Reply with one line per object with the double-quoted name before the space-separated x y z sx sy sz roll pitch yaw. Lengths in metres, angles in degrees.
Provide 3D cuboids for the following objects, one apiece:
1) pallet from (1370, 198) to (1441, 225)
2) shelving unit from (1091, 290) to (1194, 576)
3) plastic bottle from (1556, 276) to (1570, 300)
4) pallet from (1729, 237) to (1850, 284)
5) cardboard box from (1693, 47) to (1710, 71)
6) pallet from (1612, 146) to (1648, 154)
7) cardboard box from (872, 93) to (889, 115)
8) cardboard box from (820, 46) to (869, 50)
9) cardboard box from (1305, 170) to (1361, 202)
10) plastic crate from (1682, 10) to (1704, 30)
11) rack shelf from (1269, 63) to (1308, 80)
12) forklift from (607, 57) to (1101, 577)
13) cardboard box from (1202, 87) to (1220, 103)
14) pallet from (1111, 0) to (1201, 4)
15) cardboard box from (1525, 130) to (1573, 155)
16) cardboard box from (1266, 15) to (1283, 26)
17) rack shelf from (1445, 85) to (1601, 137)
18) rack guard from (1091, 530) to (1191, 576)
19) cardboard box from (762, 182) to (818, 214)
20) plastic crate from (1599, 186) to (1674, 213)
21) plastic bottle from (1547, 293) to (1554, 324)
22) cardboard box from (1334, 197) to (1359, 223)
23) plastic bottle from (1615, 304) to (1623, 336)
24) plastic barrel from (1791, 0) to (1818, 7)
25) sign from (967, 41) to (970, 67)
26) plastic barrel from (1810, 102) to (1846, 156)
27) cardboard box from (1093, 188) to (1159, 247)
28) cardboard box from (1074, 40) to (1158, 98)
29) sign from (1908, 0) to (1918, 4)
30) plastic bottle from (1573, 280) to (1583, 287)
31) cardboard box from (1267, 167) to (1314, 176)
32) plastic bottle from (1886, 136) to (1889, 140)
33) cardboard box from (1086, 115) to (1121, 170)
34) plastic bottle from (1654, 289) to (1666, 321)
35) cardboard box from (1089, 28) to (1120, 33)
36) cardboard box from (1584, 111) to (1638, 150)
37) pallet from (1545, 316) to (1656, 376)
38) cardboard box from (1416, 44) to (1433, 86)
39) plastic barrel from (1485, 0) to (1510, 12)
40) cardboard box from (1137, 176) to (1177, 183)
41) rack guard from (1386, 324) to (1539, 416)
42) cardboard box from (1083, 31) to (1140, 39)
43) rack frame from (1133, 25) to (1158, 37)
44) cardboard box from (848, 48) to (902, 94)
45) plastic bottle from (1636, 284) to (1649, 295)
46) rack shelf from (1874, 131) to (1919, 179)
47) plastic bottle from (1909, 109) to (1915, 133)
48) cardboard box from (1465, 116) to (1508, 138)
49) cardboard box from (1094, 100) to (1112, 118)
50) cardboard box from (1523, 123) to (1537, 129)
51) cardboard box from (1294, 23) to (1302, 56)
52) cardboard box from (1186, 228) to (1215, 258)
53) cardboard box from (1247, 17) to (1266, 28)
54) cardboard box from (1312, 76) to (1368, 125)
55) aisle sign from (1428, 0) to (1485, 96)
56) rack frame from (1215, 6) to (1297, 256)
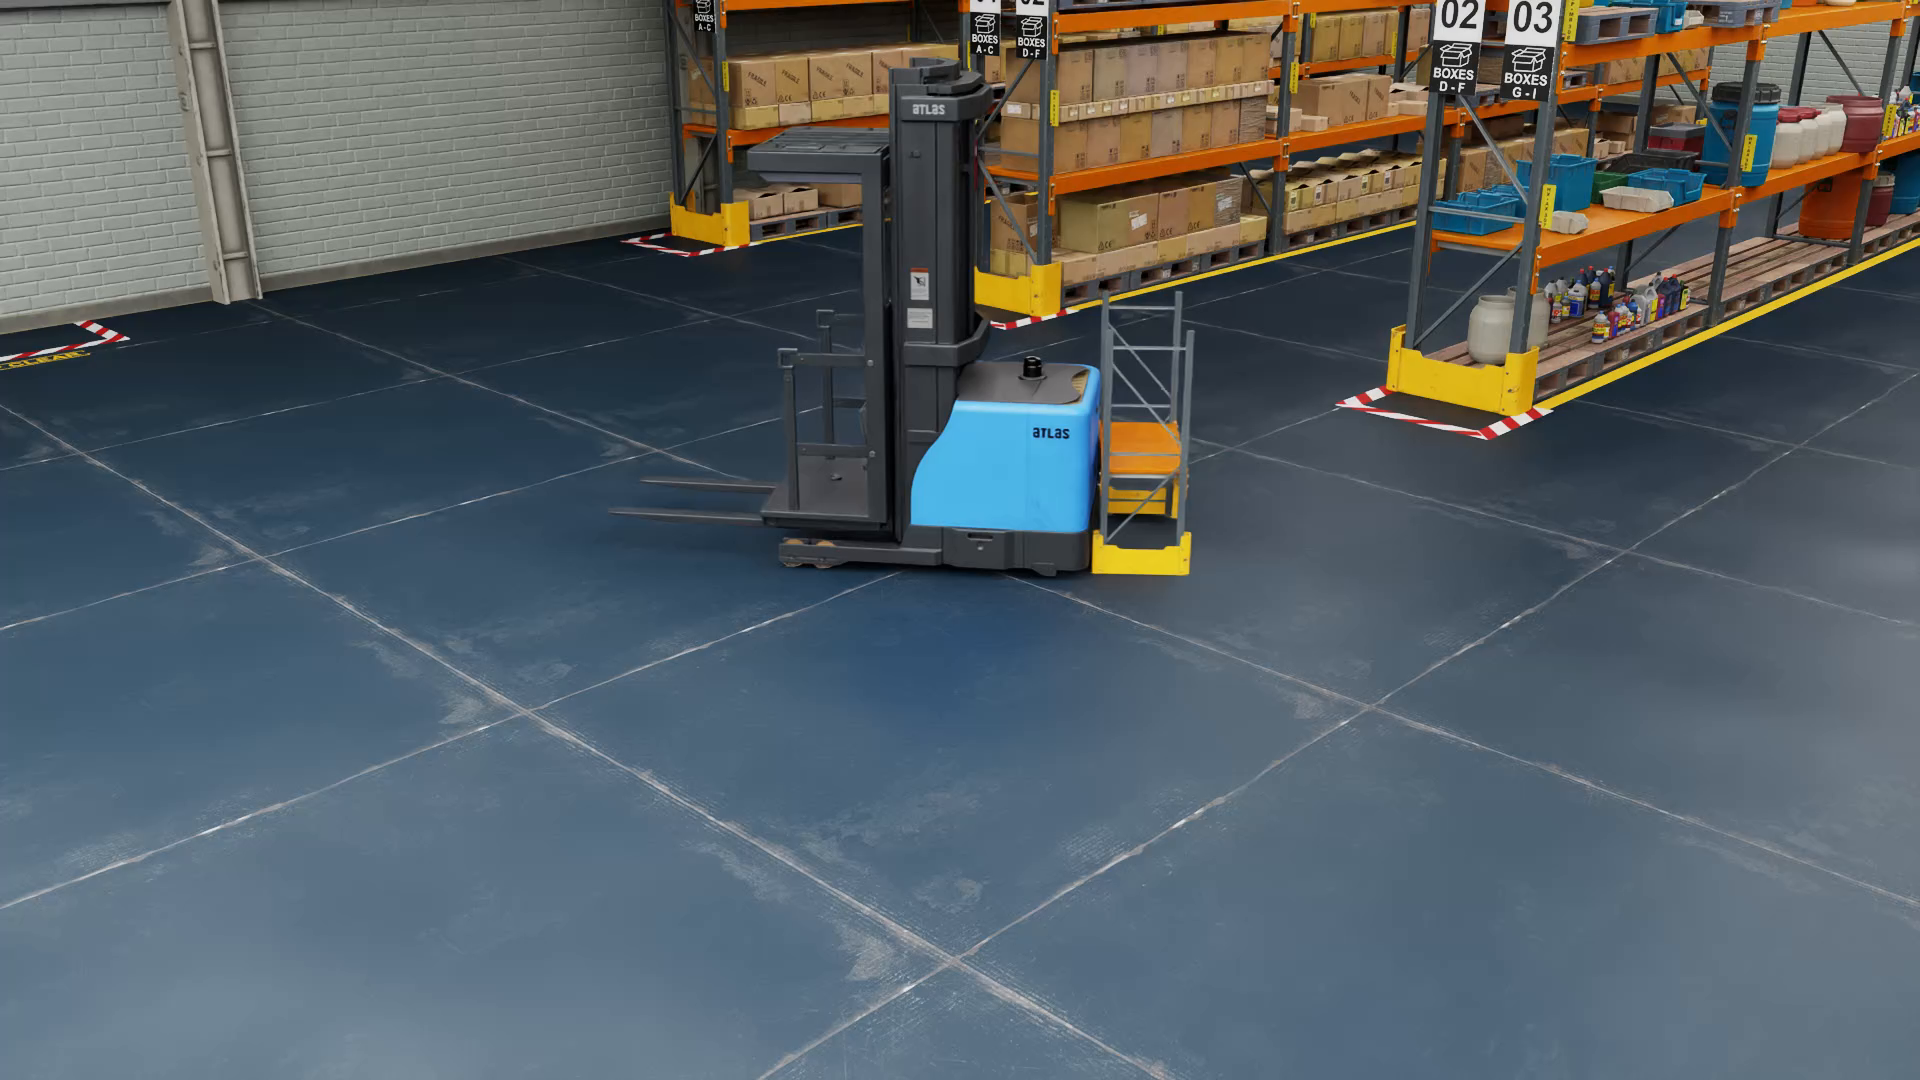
"pallet" 5.475 -4.320 21.520 1.003 0.211 1.213 19 28 41
"shelving unit" 1.119 -0.685 10.266 0.587 1.500 1.083 1 21 3
"plastic bottle" 5.545 -2.262 15.358 0.144 0.351 0.185 19 28 40
"pallet" 9.056 -3.092 18.325 1.003 0.211 1.213 19 28 41
"cardboard box" 11.541 -7.744 26.401 0.500 0.500 0.500 -19 28 -40
"pallet" 10.199 -6.042 25.999 1.003 0.211 1.213 19 28 41
"cardboard box" -1.071 -5.517 20.928 0.500 0.250 0.500 19 28 40
"cardboard box" -1.458 -5.996 21.130 0.500 0.500 0.500 -19 28 -41
"cardboard box" 4.467 -4.274 19.980 0.500 0.311 0.500 18 27 39
"plastic crate" 6.003 -4.318 13.815 0.243 0.136 0.396 19 28 41
"rack shelf" 3.921 -7.241 26.235 1.077 0.370 4.000 19 28 41
"forklift" -0.667 -1.376 10.069 3.031 2.935 1.130 3 21 8
"cardboard box" 2.540 -4.760 17.735 0.380 0.149 0.250 19 28 40
"pallet" 1.860 -5.616 16.949 1.003 0.211 1.213 19 28 41
"cardboard box" 8.378 -5.567 23.748 0.500 0.500 0.500 19 28 41
"cardboard box" 4.810 -8.323 26.419 0.500 0.250 0.500 -19 28 -41
"rack shelf" 7.473 -6.002 23.012 1.077 0.370 4.000 19 28 41
"rack guard" 1.090 0.077 10.026 0.587 0.250 0.087 1 21 3
"cardboard box" -2.110 -4.258 20.607 0.500 0.311 0.500 -17 27 -38
"plastic crate" 5.882 -2.951 14.439 0.530 0.136 0.437 19 28 41
"plastic bottle" 5.282 -2.077 14.971 0.061 0.283 0.133 19 28 41
"cardboard box" 4.463 -4.015 20.086 0.500 0.250 0.500 18 28 39
"plastic bottle" 5.770 -1.935 14.616 0.097 0.271 0.097 0 21 0
"plastic barrel" 8.439 -5.859 16.857 0.600 0.830 0.708 19 28 41
"sign" 0.129 -6.305 21.590 0.100 0.325 0.005 19 28 41
"plastic barrel" 9.059 -4.317 17.470 0.421 0.512 0.421 0 21 0
"cardboard box" 1.717 -3.373 17.371 0.500 0.500 0.500 19 28 41
"cardboard box" 1.582 -4.816 16.976 0.700 0.500 0.500 19 28 41
"sign" 10.023 -5.798 17.444 0.100 0.325 0.005 19 28 41
"plastic bottle" 5.765 -2.287 15.534 0.097 0.271 0.097 0 21 0
"cardboard box" 4.072 -4.409 20.329 0.500 0.311 0.500 19 28 40
"plastic bottle" 10.326 -4.569 18.557 0.097 0.201 0.097 0 21 0
"cardboard box" 1.194 -4.067 16.835 0.500 0.500 0.700 -19 28 -41
"plastic bottle" 6.373 -2.153 15.168 0.133 0.283 0.061 -18 27 -39
"cardboard box" 2.093 -7.435 24.080 0.380 0.149 0.250 14 25 32
"cardboard box" 10.175 -6.376 25.849 0.797 0.503 0.637 19 28 41
"pallet" 5.484 -1.776 14.901 1.003 0.211 1.213 19 28 41
"cardboard box" 6.436 -6.256 21.946 0.700 0.500 0.500 9 23 23
"plastic barrel" 4.291 -4.480 12.684 0.600 0.830 0.708 19 28 41
"cardboard box" 2.042 -3.760 18.378 0.500 0.500 0.500 19 28 41
"rack guard" 4.062 -1.391 13.497 1.175 0.500 0.348 19 28 41
"cardboard box" 2.205 -7.191 24.351 0.700 0.500 0.500 15 26 35
"rack frame" 2.526 -7.063 24.768 1.000 3.000 0.127 19 28 41
"cardboard box" -1.076 -5.868 20.797 0.500 0.500 0.500 18 28 39
"plastic bottle" 6.333 -2.232 15.385 0.152 0.276 0.135 19 28 41
"rack shelf" 11.019 -4.761 19.784 1.077 0.370 4.000 19 28 41
"plastic bottle" 10.902 -4.814 19.097 0.097 0.271 0.097 0 21 0
"cardboard box" 7.309 -5.791 23.286 0.500 0.250 0.500 19 28 40
"cardboard box" 1.282 -4.296 16.527 0.380 0.149 0.250 19 28 41
"cardboard box" 8.356 -5.827 24.425 0.500 0.500 0.500 18 27 38
"cardboard box" 5.175 -8.104 26.896 0.500 0.500 0.500 19 28 40
"cardboard box" 2.426 -3.276 18.164 0.500 0.250 0.500 19 28 41
"cardboard box" 4.454 -8.191 26.078 0.500 0.250 0.500 -19 28 -41
"cardboard box" 4.551 -5.300 20.042 0.500 0.500 0.500 19 28 41
"aisle sign" 3.780 -3.796 12.646 0.394 0.787 0.004 19 28 41
"rack frame" 3.287 -4.795 18.870 1.000 3.000 0.127 19 28 41
